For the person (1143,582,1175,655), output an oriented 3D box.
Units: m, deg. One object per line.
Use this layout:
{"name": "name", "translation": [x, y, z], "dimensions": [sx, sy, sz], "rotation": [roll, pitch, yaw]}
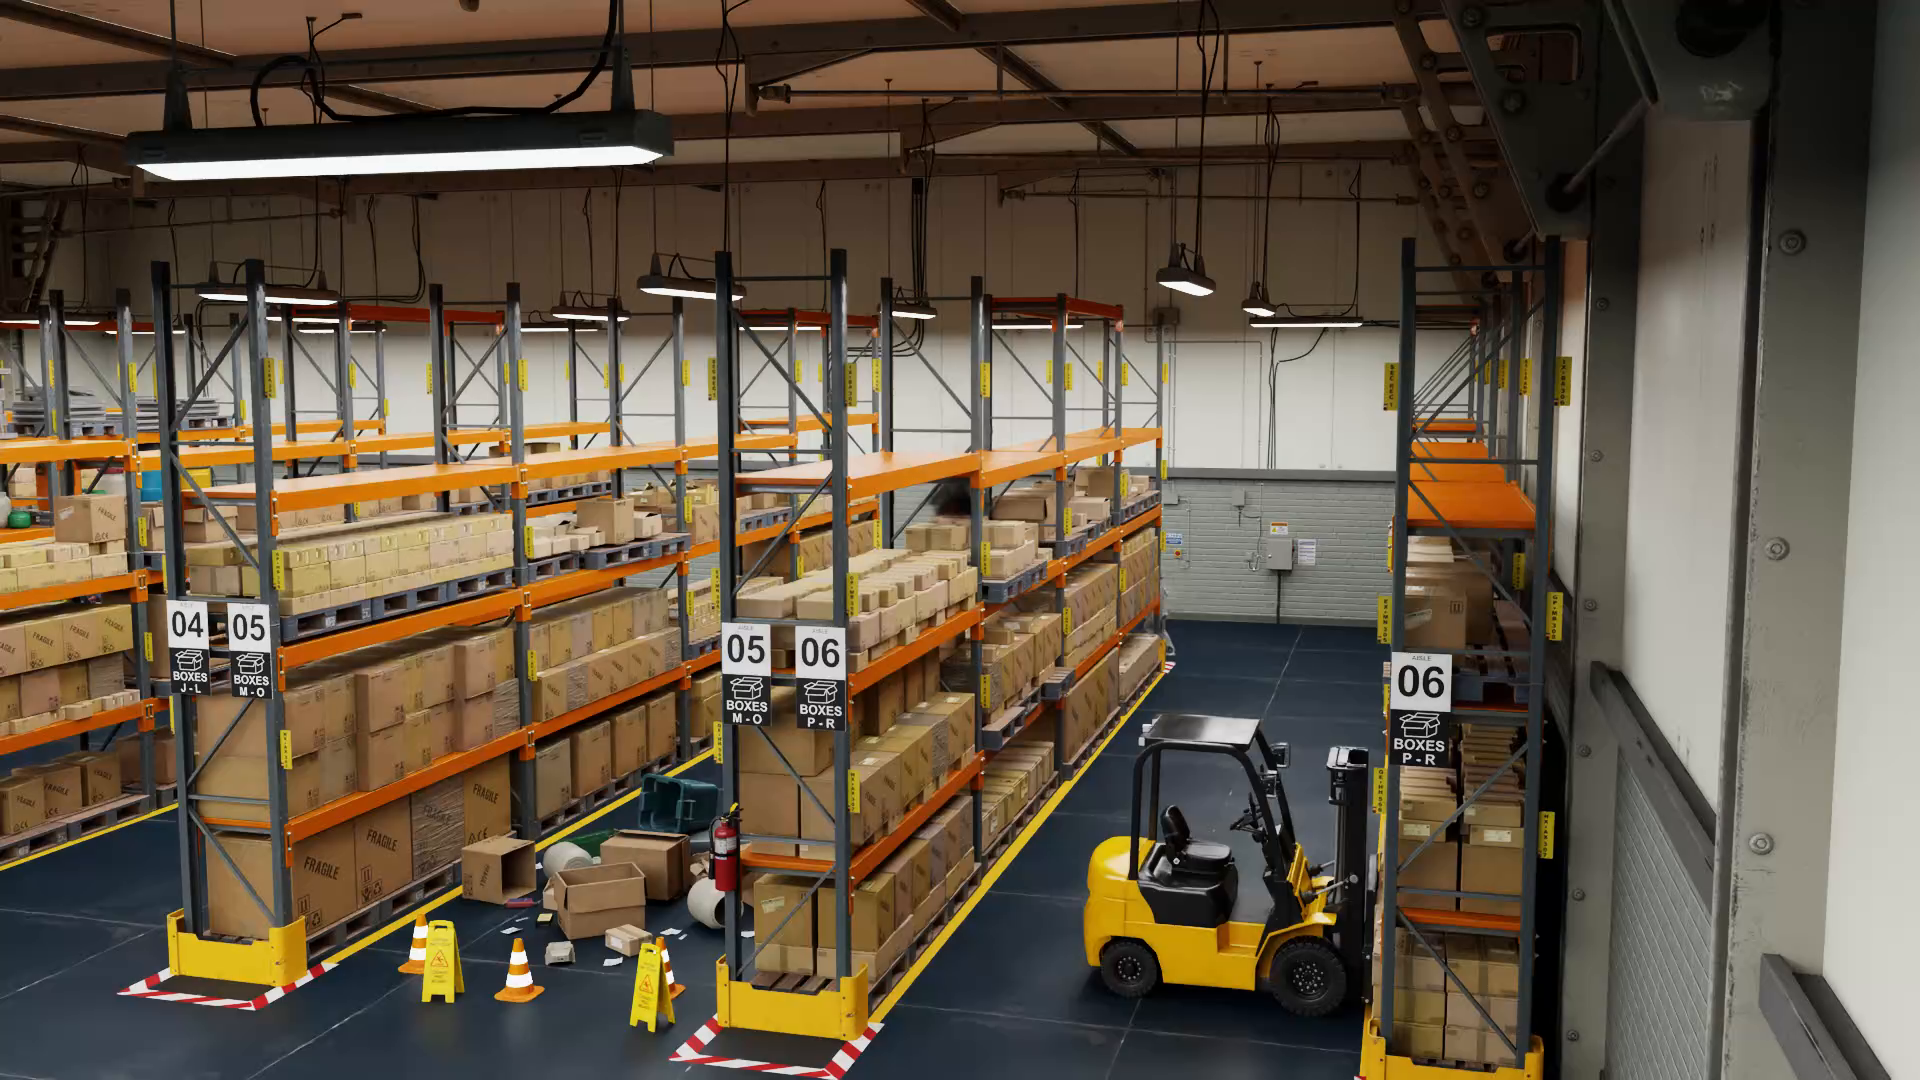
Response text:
{"name": "person", "translation": [3.462, 1.306, 29.392], "dimensions": [0.546, 1.527, 0.632], "rotation": [5, 8, 40]}
